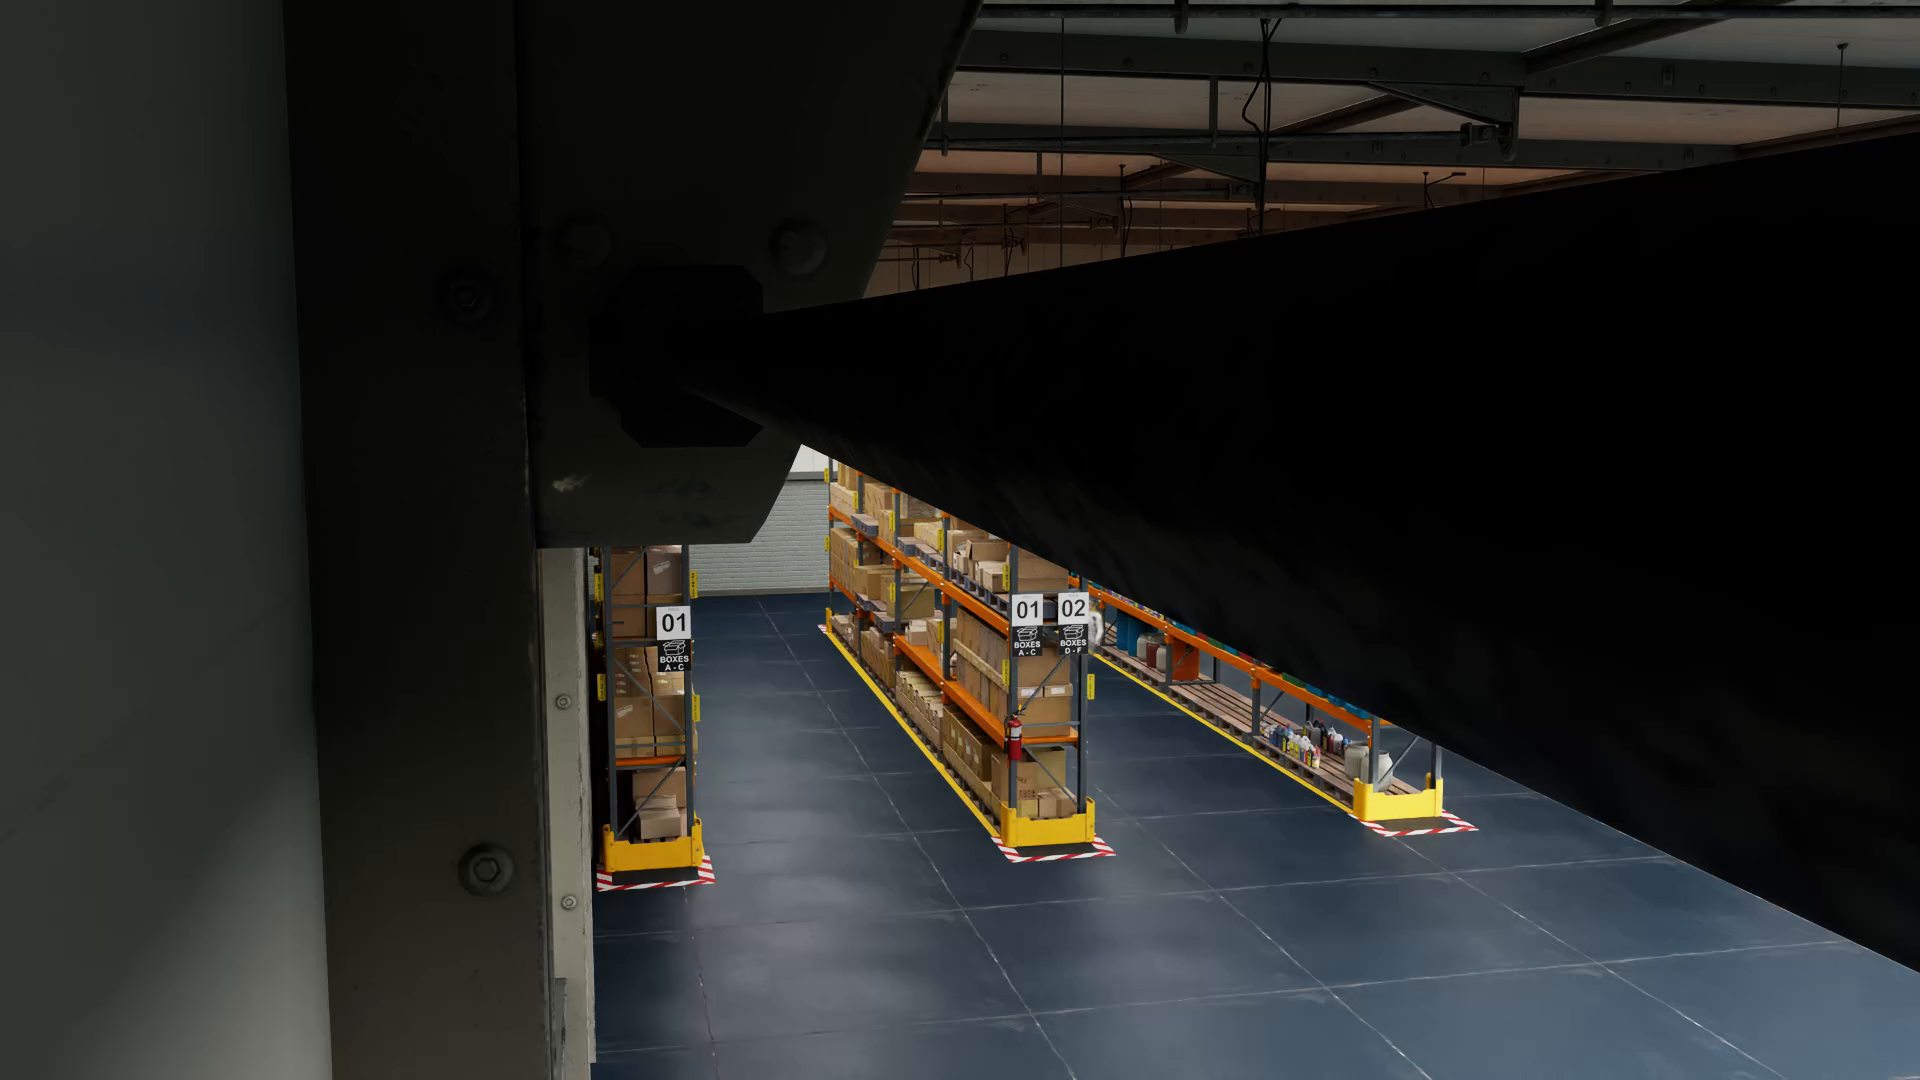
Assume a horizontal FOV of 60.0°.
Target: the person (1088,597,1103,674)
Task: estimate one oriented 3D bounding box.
[{"bbox_3d":[2.375,1.889,30.695,0.509,1.700,0.908,-1,7,-10],"label":"person"}]
